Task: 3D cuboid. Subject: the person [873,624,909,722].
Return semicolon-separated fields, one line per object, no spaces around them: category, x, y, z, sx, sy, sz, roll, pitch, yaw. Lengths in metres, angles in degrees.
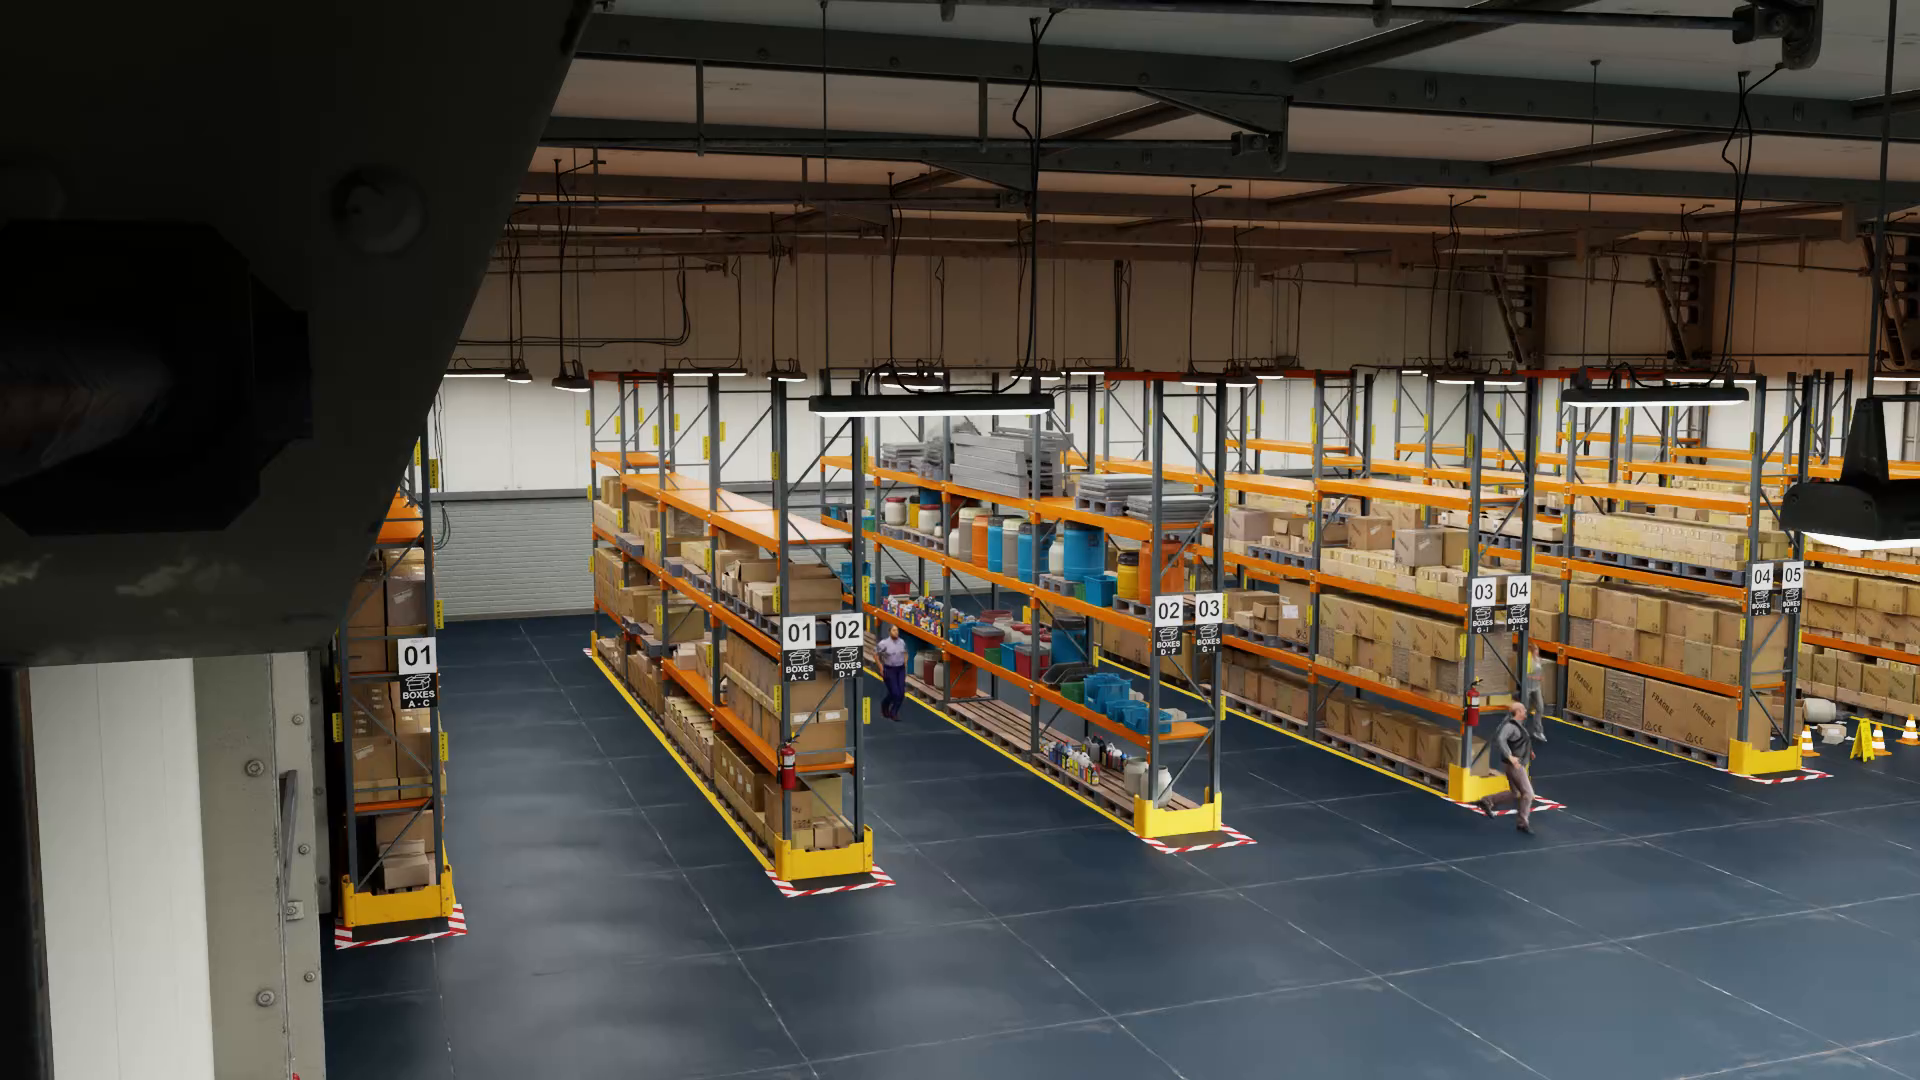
person;-1.079;2.195;27.405;0.607;1.619;0.503;-4;7;-30

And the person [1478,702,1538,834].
person;7.405;3.026;22.318;0.810;1.707;0.706;3;7;27

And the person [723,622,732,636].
person;-4.930;1.676;34.517;0.577;1.710;0.711;-3;7;-26

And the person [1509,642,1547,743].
person;9.354;2.487;27.407;0.524;1.633;0.731;-3;7;-28
